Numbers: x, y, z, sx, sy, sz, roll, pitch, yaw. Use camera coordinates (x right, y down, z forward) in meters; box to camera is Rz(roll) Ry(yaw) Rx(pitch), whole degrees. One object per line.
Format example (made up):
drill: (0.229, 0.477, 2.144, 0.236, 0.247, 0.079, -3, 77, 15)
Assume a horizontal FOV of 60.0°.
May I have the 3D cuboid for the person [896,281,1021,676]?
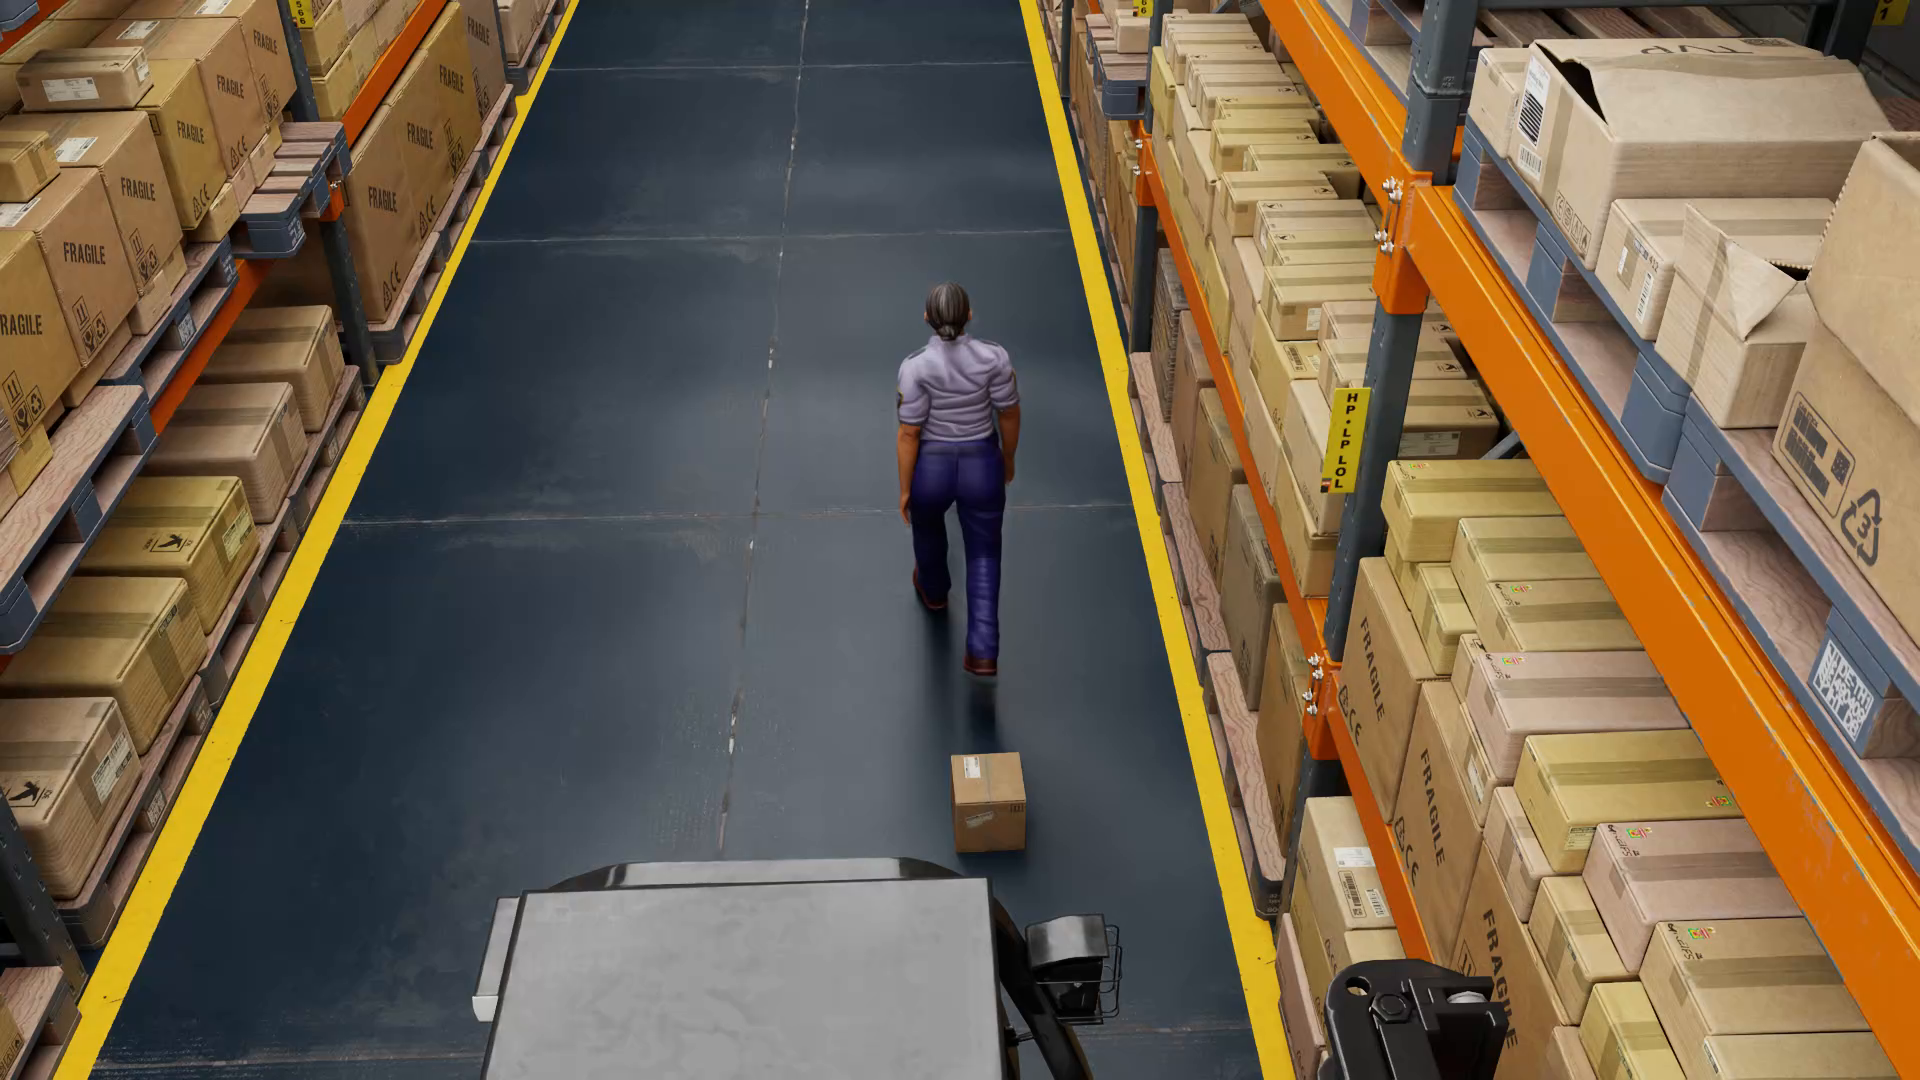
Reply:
person: (-0.001, -0.247, 6.506, 0.489, 1.603, 0.957, -4, 36, -5)
